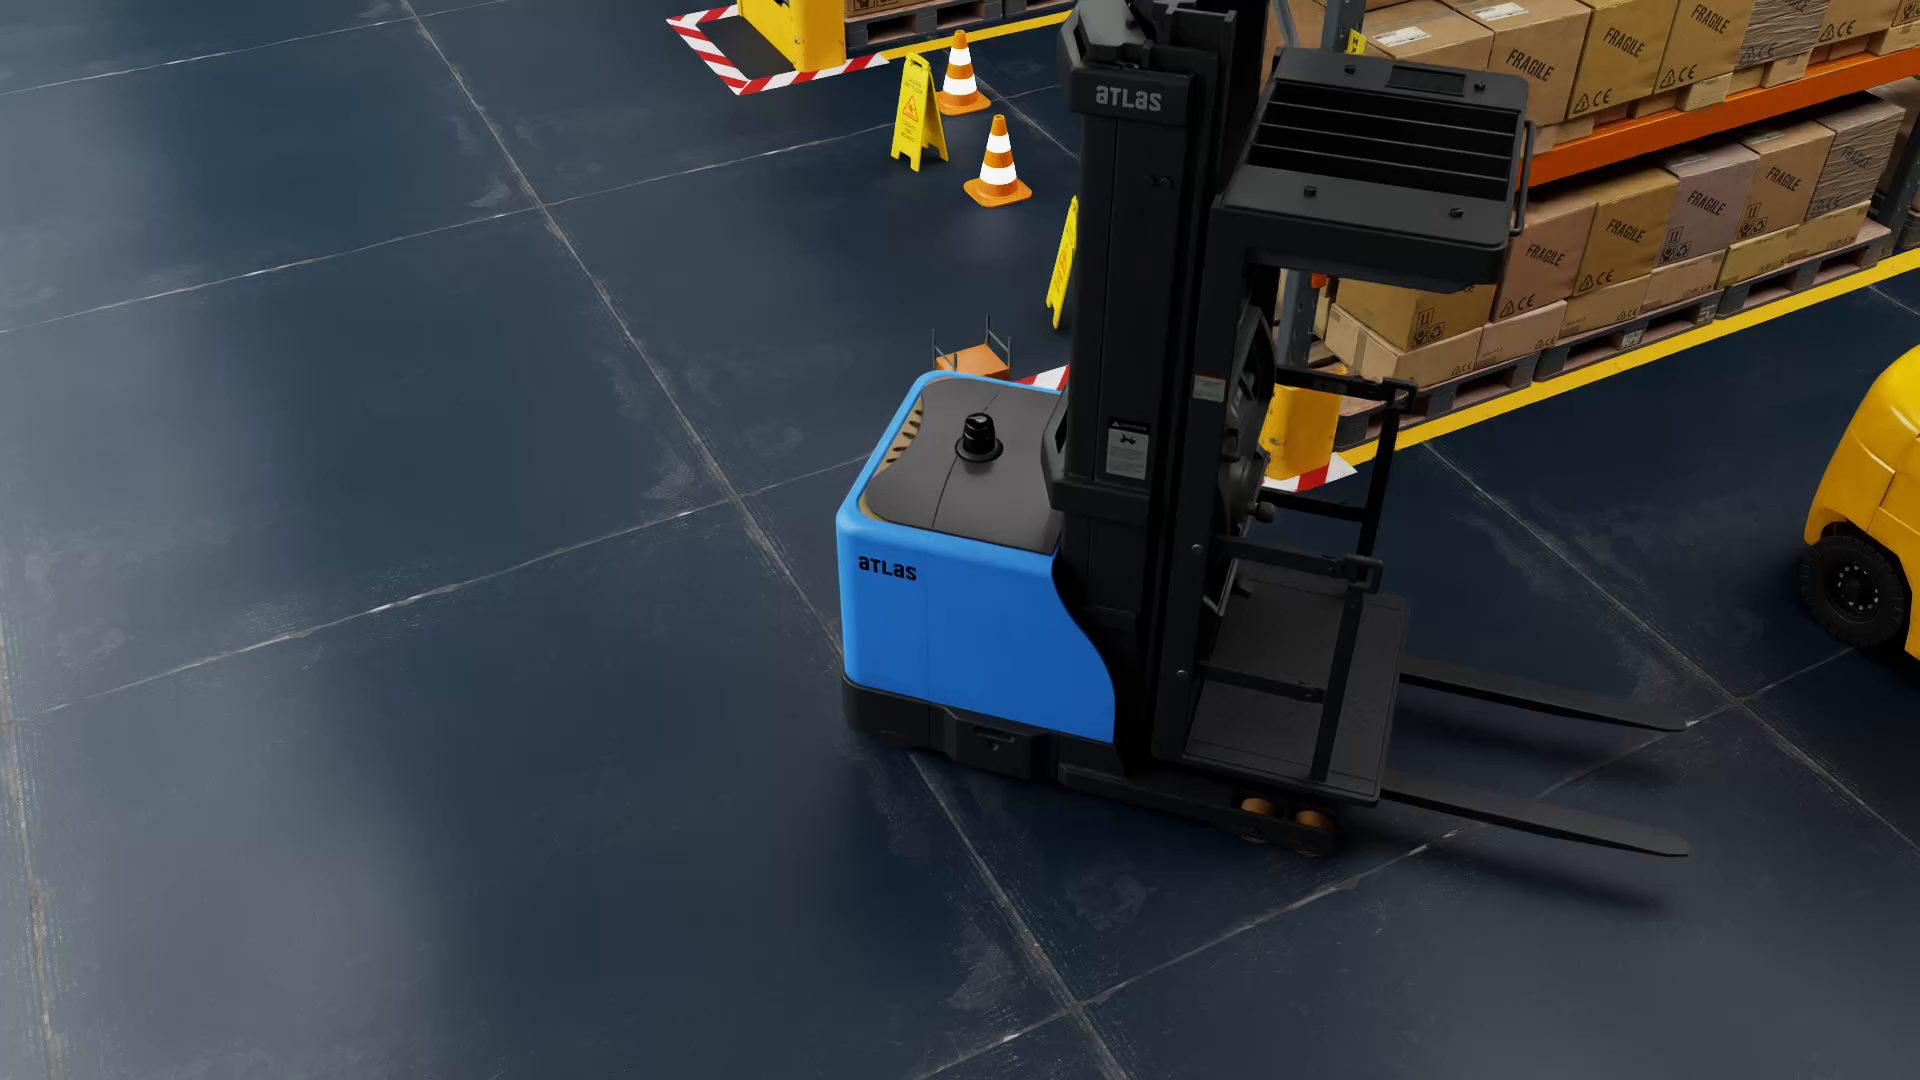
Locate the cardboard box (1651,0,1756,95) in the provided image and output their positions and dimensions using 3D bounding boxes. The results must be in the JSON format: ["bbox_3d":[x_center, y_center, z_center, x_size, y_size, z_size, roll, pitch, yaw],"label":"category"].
[{"bbox_3d":[3.152,-2.365,7.415,0.500,0.500,0.500,-19,44,-22],"label":"cardboard box"}]

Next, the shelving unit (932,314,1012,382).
[{"bbox_3d":[0.047,-0.417,6.930,0.252,1.050,0.215,-19,44,-21],"label":"shelving unit"}]

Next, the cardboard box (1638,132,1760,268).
[{"bbox_3d":[3.492,-1.720,8.183,0.500,0.500,0.500,-16,43,-18],"label":"cardboard box"}]

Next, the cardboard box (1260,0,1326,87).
[{"bbox_3d":[1.601,-2.237,7.263,0.500,0.500,0.500,-19,44,-21],"label":"cardboard box"}]

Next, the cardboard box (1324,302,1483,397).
[{"bbox_3d":[2.090,-0.959,7.864,0.500,0.250,0.500,-19,44,-21],"label":"cardboard box"}]

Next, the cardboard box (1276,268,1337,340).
[{"bbox_3d":[1.861,-1.279,8.242,0.500,0.250,0.500,-19,44,-21],"label":"cardboard box"}]

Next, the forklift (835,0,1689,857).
[{"bbox_3d":[1.130,-0.382,5.432,3.031,2.935,1.130,12,42,13],"label":"forklift"}]

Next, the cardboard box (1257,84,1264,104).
[{"bbox_3d":[1.480,-1.904,7.372,0.250,0.149,0.380,-17,43,-19],"label":"cardboard box"}]

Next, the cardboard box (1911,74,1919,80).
[{"bbox_3d":[5.895,-2.491,9.580,0.625,0.372,0.950,-16,43,-18],"label":"cardboard box"}]

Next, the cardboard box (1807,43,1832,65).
[{"bbox_3d":[3.938,-2.415,7.976,0.250,0.149,0.380,-19,44,-21],"label":"cardboard box"}]

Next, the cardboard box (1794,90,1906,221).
[{"bbox_3d":[4.394,-2.026,8.544,0.500,0.500,0.500,-19,44,-21],"label":"cardboard box"}]

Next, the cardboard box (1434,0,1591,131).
[{"bbox_3d":[2.253,-2.056,7.050,0.500,0.500,0.500,-17,43,-19],"label":"cardboard box"}]

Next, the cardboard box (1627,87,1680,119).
[{"bbox_3d":[3.048,-2.089,7.591,0.250,0.149,0.380,-20,44,-22],"label":"cardboard box"}]

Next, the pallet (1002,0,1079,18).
[{"bbox_3d":[0.624,-4.152,11.992,1.213,0.211,1.003,-19,44,-21],"label":"pallet"}]

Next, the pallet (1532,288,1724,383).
[{"bbox_3d":[3.132,-1.308,8.631,1.213,0.211,1.003,-19,44,-21],"label":"pallet"}]

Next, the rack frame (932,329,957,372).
[{"bbox_3d":[-0.061,-0.380,6.887,0.008,1.050,0.200,-19,44,-21],"label":"rack frame"}]

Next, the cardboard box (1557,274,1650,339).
[{"bbox_3d":[3.025,-1.277,8.240,0.500,0.250,0.500,-16,43,-18],"label":"cardboard box"}]

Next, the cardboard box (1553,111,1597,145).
[{"bbox_3d":[2.594,-1.914,7.384,0.250,0.149,0.380,-17,43,-20],"label":"cardboard box"}]

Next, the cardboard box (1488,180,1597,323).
[{"bbox_3d":[2.573,-1.411,7.818,0.500,0.500,0.500,-20,44,-22],"label":"cardboard box"}]

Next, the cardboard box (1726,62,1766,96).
[{"bbox_3d":[3.510,-2.228,7.755,0.250,0.149,0.380,-19,44,-21],"label":"cardboard box"}]

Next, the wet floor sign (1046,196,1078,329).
[{"bbox_3d":[0.584,-1.423,8.432,0.232,0.644,0.267,-5,40,-6],"label":"wet floor sign"}]

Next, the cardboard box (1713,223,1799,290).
[{"bbox_3d":[3.927,-1.575,8.592,0.500,0.250,0.500,-20,44,-22],"label":"cardboard box"}]

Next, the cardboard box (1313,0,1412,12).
[{"bbox_3d":[1.599,-2.576,6.890,0.500,0.500,0.700,-20,44,-22],"label":"cardboard box"}]

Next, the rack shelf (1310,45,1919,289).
[{"bbox_3d":[3.021,-2.088,7.952,4.000,0.370,1.077,-19,44,-21],"label":"rack shelf"}]

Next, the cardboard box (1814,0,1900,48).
[{"bbox_3d":[4.062,-2.678,7.785,0.500,0.500,0.500,-17,43,-19],"label":"cardboard box"}]

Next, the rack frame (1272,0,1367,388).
[{"bbox_3d":[1.247,-1.765,7.014,0.127,3.000,1.000,-19,44,-21],"label":"rack frame"}]

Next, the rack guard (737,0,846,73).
[{"bbox_3d":[-1.150,-3.611,11.128,0.348,0.500,1.175,-19,44,-21],"label":"rack guard"}]

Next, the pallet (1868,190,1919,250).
[{"bbox_3d":[5.485,-2.128,9.601,1.213,0.211,1.003,-19,44,-21],"label":"pallet"}]

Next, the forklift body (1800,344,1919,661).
[{"bbox_3d":[4.382,-0.210,5.833,1.214,2.155,2.313,-19,44,-21],"label":"forklift body"}]

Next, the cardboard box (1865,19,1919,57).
[{"bbox_3d":[4.432,-2.514,8.093,0.250,0.149,0.380,-18,43,-20],"label":"cardboard box"}]

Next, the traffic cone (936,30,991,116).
[{"bbox_3d":[-0.002,-2.948,10.375,0.334,0.463,0.336,-19,44,-21],"label":"traffic cone"}]
